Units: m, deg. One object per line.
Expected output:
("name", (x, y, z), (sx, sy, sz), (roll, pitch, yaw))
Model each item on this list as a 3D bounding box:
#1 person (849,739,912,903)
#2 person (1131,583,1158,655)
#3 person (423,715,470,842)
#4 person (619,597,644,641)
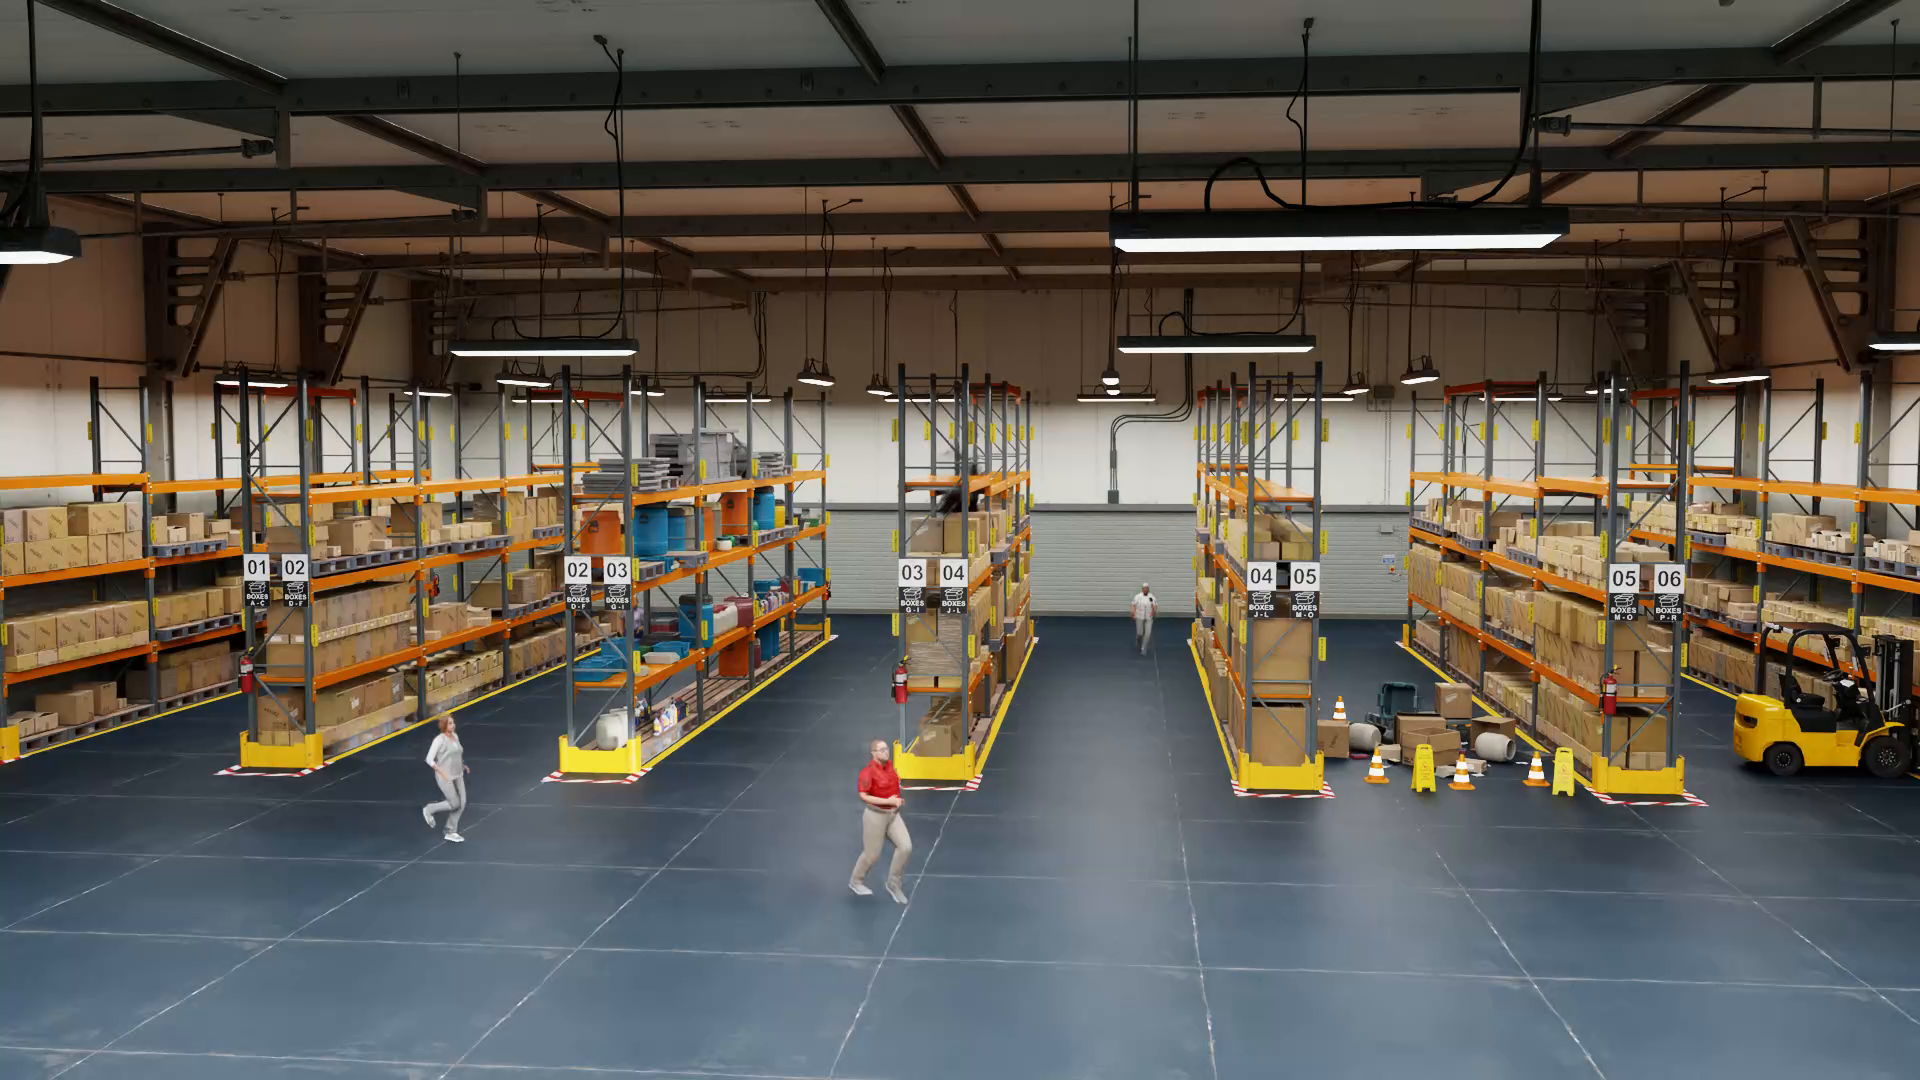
("person", (-0.855, 3.021, 17.802), (0.754, 1.785, 0.660), (3, 5, 39))
("person", (4.189, 1.786, 37.684), (0.608, 1.624, 0.557), (0, 4, 2))
("person", (-6.322, 2.921, 20.436), (0.549, 1.558, 0.537), (2, 4, 23))
("person", (-6.810, 1.983, 34.640), (0.592, 1.600, 0.591), (0, 4, -6))
